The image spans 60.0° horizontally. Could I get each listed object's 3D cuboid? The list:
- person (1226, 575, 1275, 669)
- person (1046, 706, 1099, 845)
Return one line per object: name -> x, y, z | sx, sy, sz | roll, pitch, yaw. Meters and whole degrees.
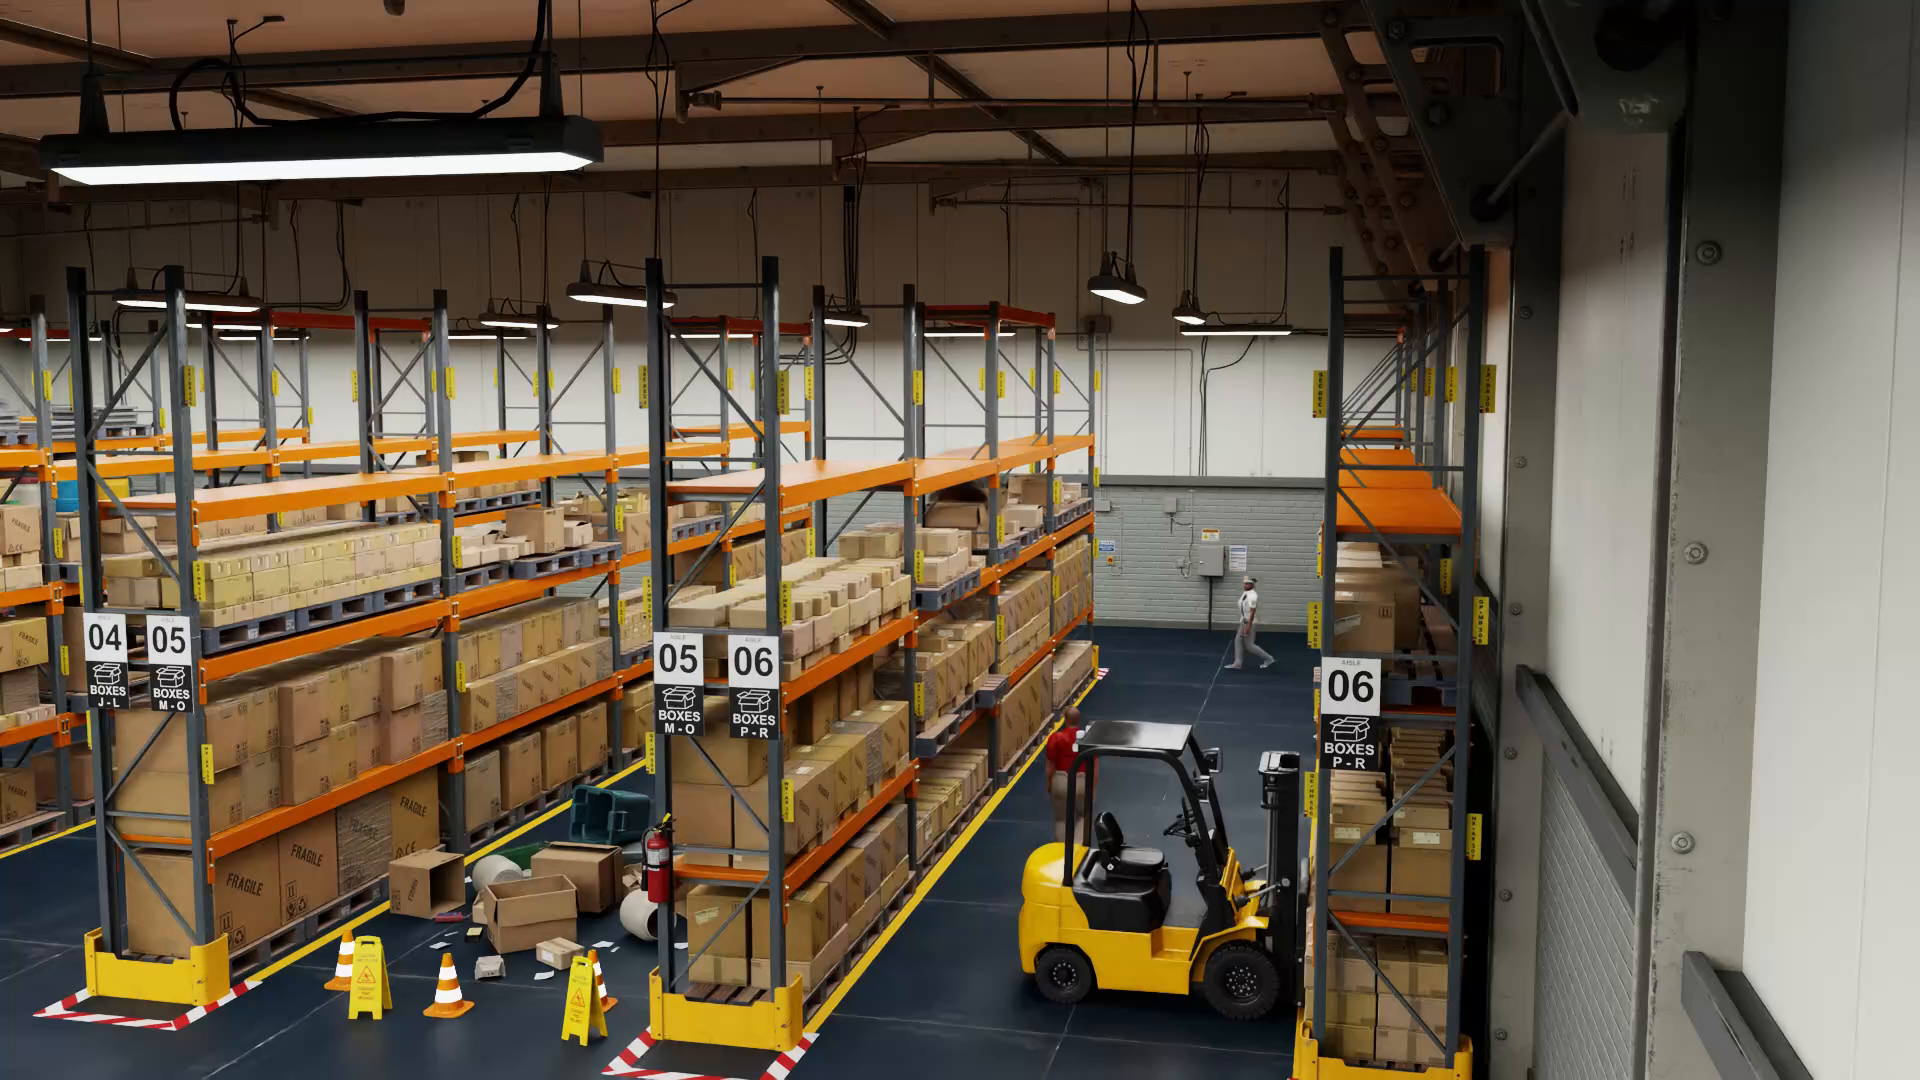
person -> 5.026, 1.429, 28.704 | 0.867, 1.653, 0.533 | 2, 6, 18
person -> 1.162, 2.569, 17.223 | 0.563, 1.740, 0.465 | 1, 6, 9
